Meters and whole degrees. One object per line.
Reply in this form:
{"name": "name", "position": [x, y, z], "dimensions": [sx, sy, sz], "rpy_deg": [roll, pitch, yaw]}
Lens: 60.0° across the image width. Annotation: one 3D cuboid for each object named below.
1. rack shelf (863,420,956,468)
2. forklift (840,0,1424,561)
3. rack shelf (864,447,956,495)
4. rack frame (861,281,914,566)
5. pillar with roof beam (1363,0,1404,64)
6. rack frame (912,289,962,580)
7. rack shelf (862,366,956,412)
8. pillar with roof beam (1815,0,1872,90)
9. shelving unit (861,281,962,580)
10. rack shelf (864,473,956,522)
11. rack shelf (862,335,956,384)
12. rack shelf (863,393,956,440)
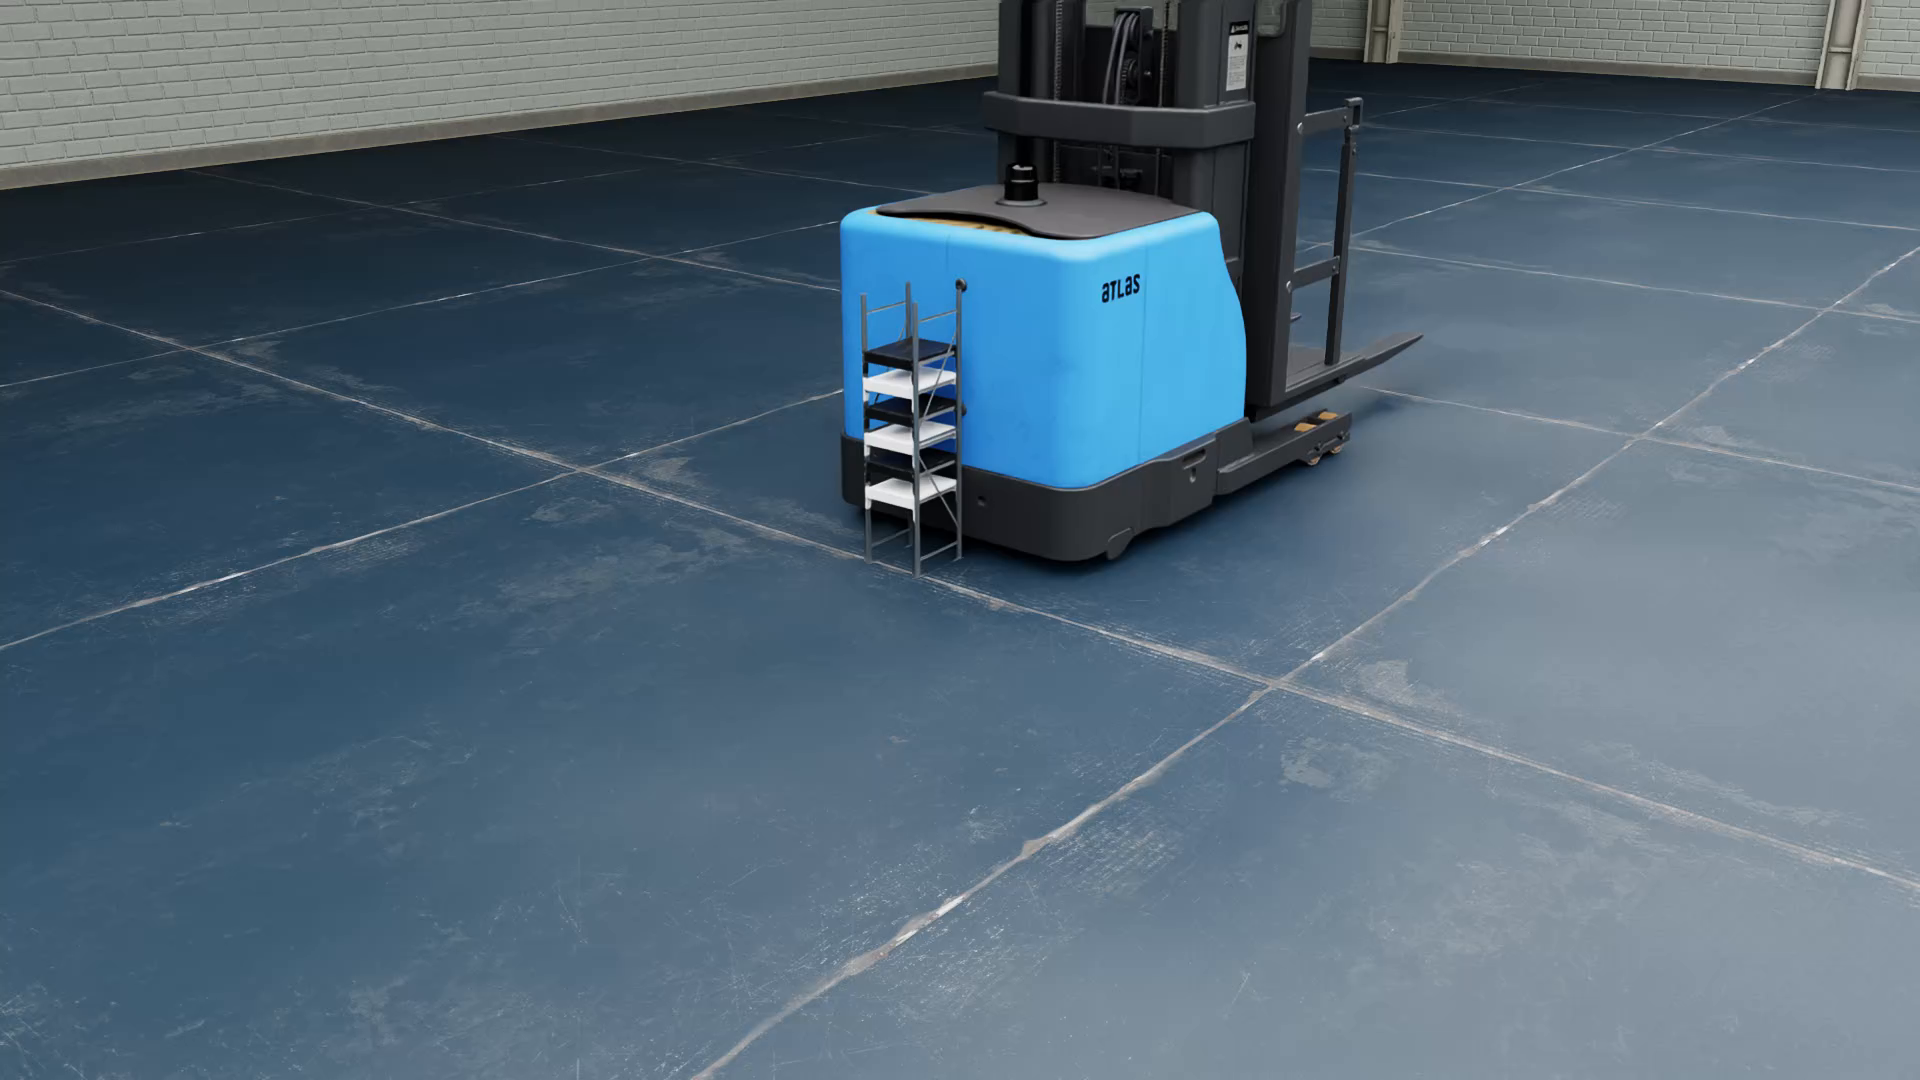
{"name": "rack shelf", "position": [-0.150, -0.318, 5.330], "dimensions": [0.200, 0.077, 0.258], "rpy_deg": [15, 25, 34]}
{"name": "forklift", "position": [0.894, -1.754, 6.166], "dimensions": [1.130, 2.935, 3.031], "rpy_deg": [16, 26, 36]}
{"name": "rack shelf", "position": [-0.150, -0.234, 5.362], "dimensions": [0.200, 0.077, 0.258], "rpy_deg": [15, 25, 34]}
{"name": "rack frame", "position": [-0.231, -0.371, 5.376], "dimensions": [0.006, 0.900, 0.240], "rpy_deg": [15, 25, 34]}
{"name": "pillar with roof beam", "position": [3.308, -9.884, 19.124], "dimensions": [0.400, 9.000, 9.100], "rpy_deg": [16, 26, 36]}
{"name": "rack frame", "position": [-0.069, -0.327, 5.261], "dimensions": [0.006, 0.900, 0.240], "rpy_deg": [15, 25, 34]}
{"name": "rack shelf", "position": [-0.150, -0.486, 5.266], "dimensions": [0.200, 0.077, 0.258], "rpy_deg": [15, 25, 34]}
{"name": "pillar with roof beam", "position": [7.956, -8.545, 15.574], "dimensions": [0.400, 9.000, 9.100], "rpy_deg": [16, 26, 36]}
{"name": "shelving unit", "position": [-0.150, -0.349, 5.318], "dimensions": [0.210, 0.900, 0.258], "rpy_deg": [15, 25, 34]}
{"name": "rack shelf", "position": [-0.150, -0.149, 5.393], "dimensions": [0.200, 0.077, 0.258], "rpy_deg": [15, 25, 34]}
{"name": "rack shelf", "position": [-0.150, -0.570, 5.235], "dimensions": [0.200, 0.077, 0.258], "rpy_deg": [15, 25, 34]}
{"name": "rack shelf", "position": [-0.150, -0.402, 5.298], "dimensions": [0.200, 0.077, 0.258], "rpy_deg": [15, 25, 34]}
